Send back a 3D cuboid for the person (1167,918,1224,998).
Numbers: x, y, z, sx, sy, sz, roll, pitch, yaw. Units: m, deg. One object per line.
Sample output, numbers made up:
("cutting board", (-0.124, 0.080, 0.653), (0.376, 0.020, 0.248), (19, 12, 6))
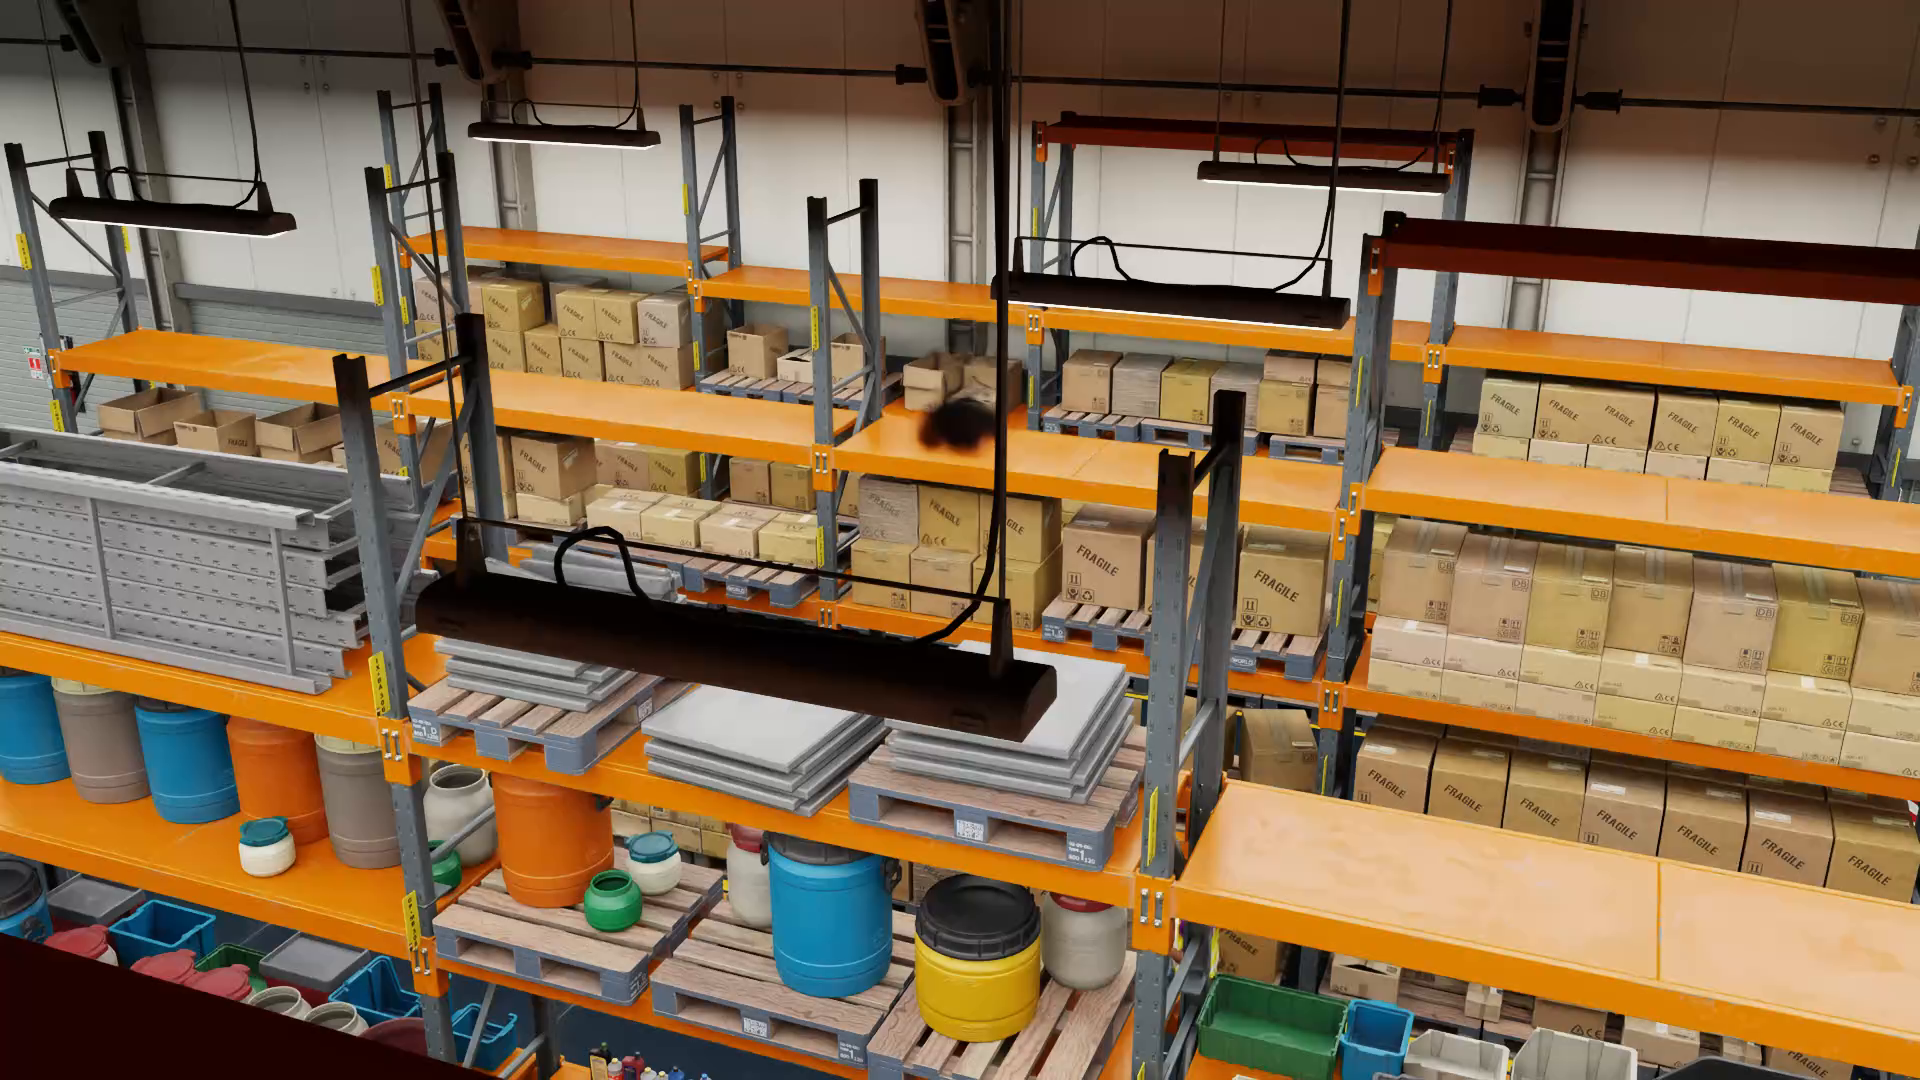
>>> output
("person", (1.647, 3.028, 11.957), (0.646, 1.720, 0.684), (6, 22, 16))
